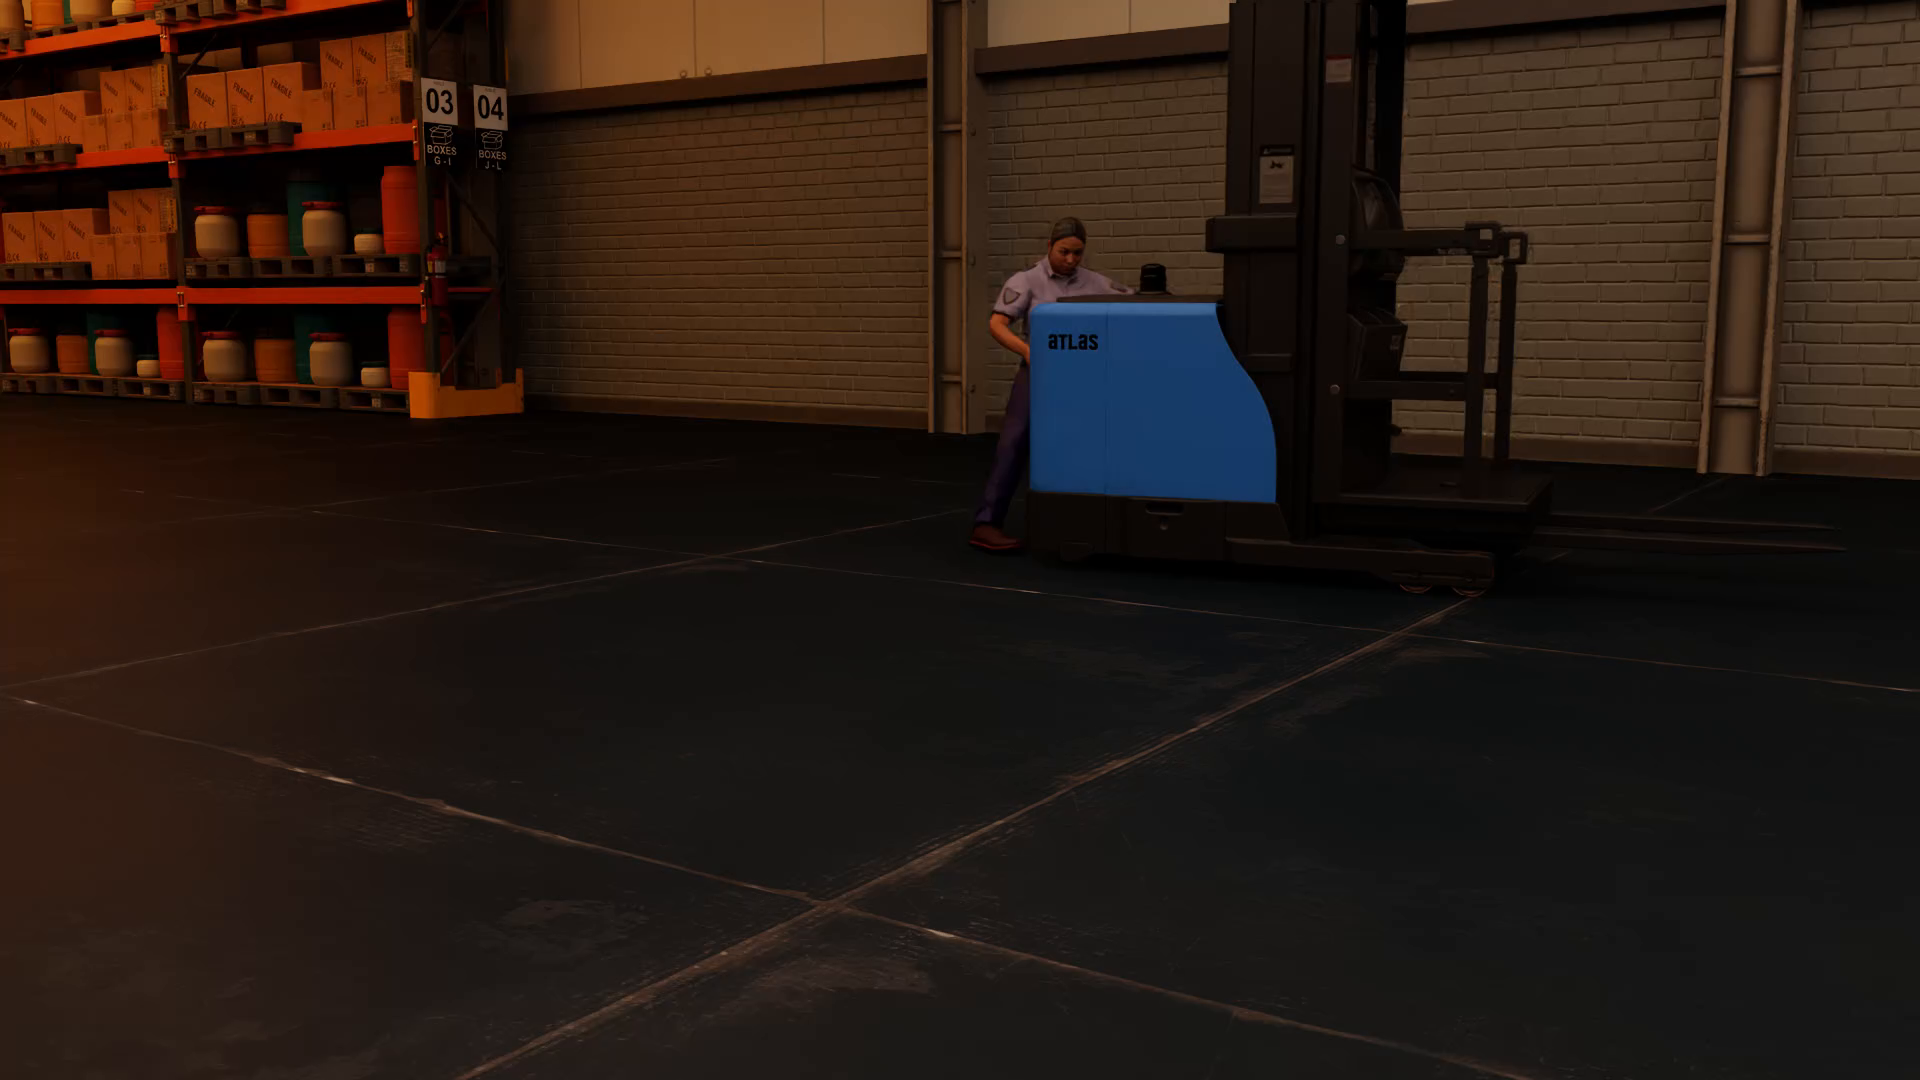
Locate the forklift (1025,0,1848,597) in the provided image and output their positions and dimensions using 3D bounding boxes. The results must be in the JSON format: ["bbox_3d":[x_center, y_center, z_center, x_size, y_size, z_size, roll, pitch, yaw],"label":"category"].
[{"bbox_3d":[1.834,-1.325,6.508,3.031,2.935,1.130,4,9,24],"label":"forklift"}]

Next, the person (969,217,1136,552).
[{"bbox_3d":[0.556,-0.733,7.605,1.234,1.463,0.892,-3,9,-19],"label":"person"}]
